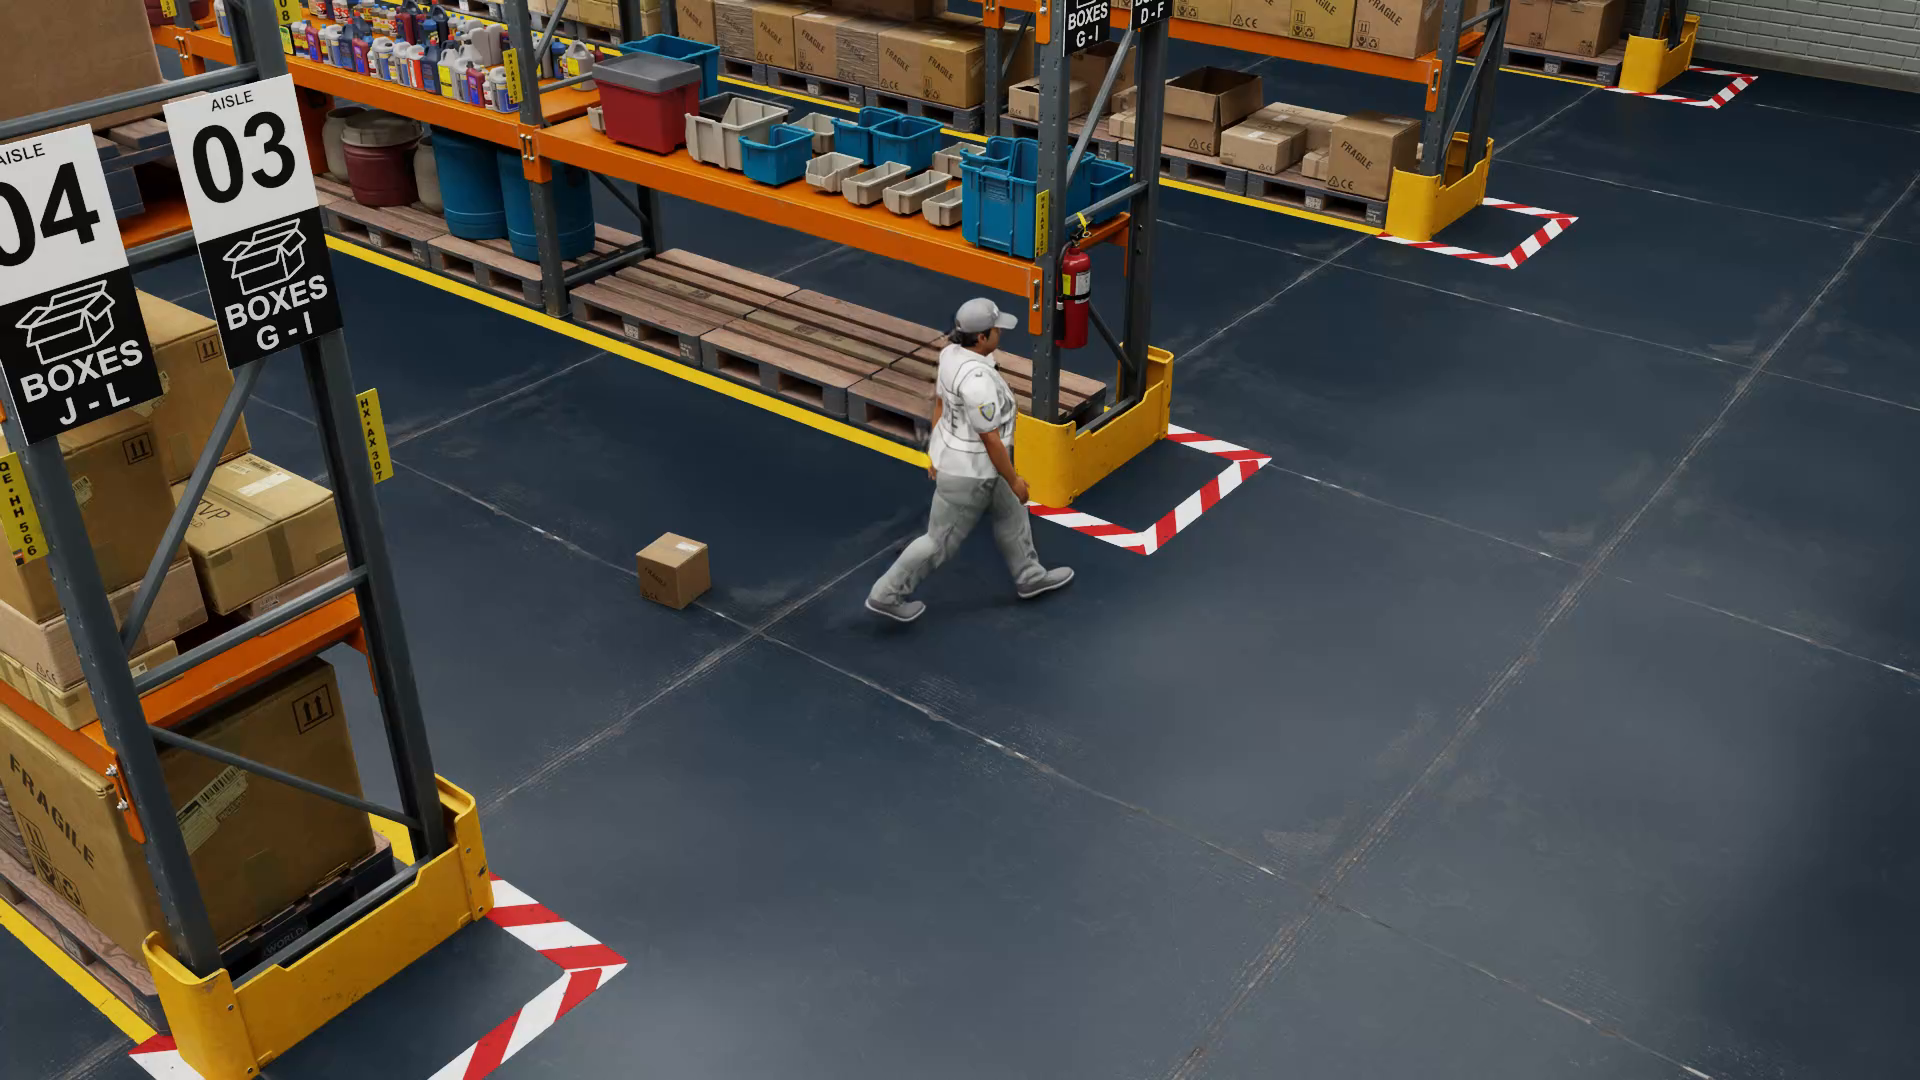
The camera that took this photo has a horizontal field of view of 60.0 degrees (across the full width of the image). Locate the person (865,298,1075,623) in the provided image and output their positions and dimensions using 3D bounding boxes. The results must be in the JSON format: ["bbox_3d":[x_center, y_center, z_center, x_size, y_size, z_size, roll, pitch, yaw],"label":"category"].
[{"bbox_3d":[0.058,-0.360,7.744,1.065,1.611,0.481,-4,31,-7],"label":"person"}]
